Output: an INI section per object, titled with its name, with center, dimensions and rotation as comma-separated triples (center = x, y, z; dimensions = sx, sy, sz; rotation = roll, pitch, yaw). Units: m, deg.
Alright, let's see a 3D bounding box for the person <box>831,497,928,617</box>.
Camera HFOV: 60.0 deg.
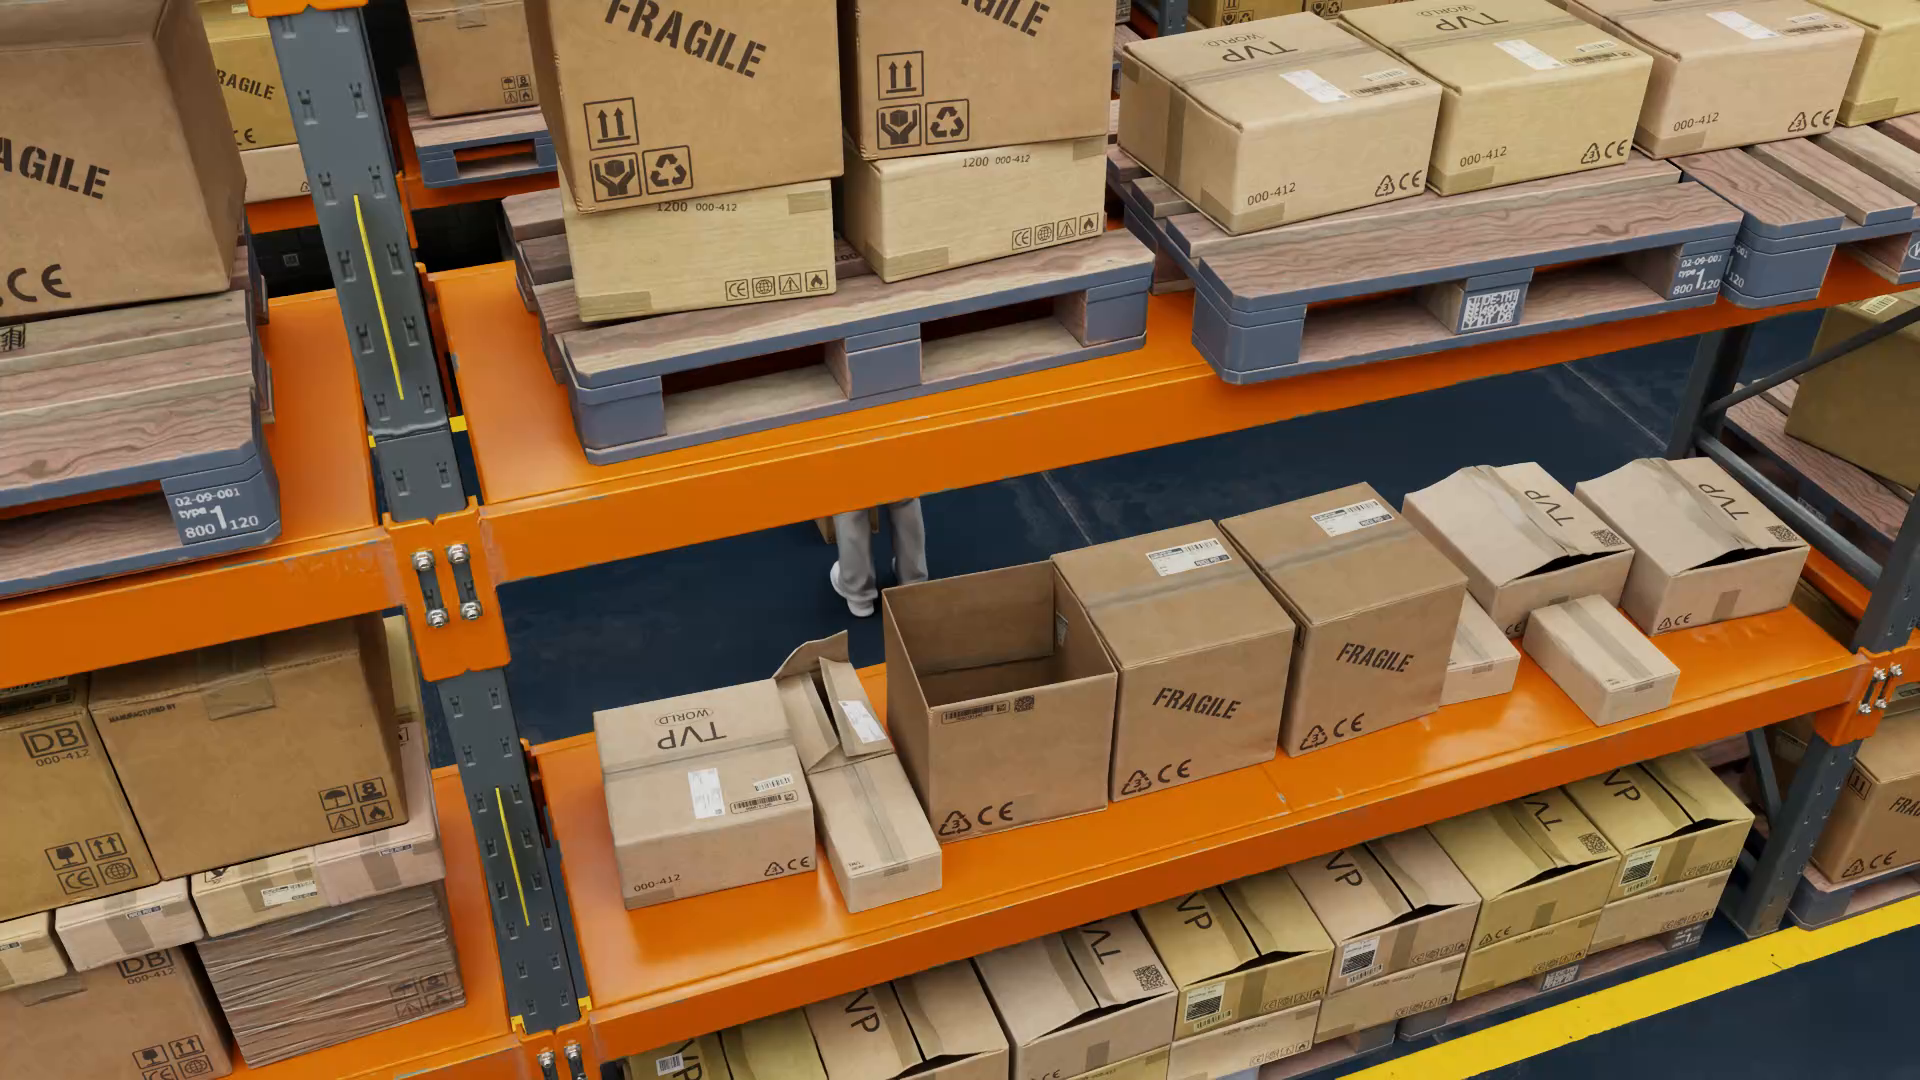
[person]
center = -0.377, -0.481, 6.808
dimensions = 0.561, 1.791, 0.381
rotation = -12, 39, -15
